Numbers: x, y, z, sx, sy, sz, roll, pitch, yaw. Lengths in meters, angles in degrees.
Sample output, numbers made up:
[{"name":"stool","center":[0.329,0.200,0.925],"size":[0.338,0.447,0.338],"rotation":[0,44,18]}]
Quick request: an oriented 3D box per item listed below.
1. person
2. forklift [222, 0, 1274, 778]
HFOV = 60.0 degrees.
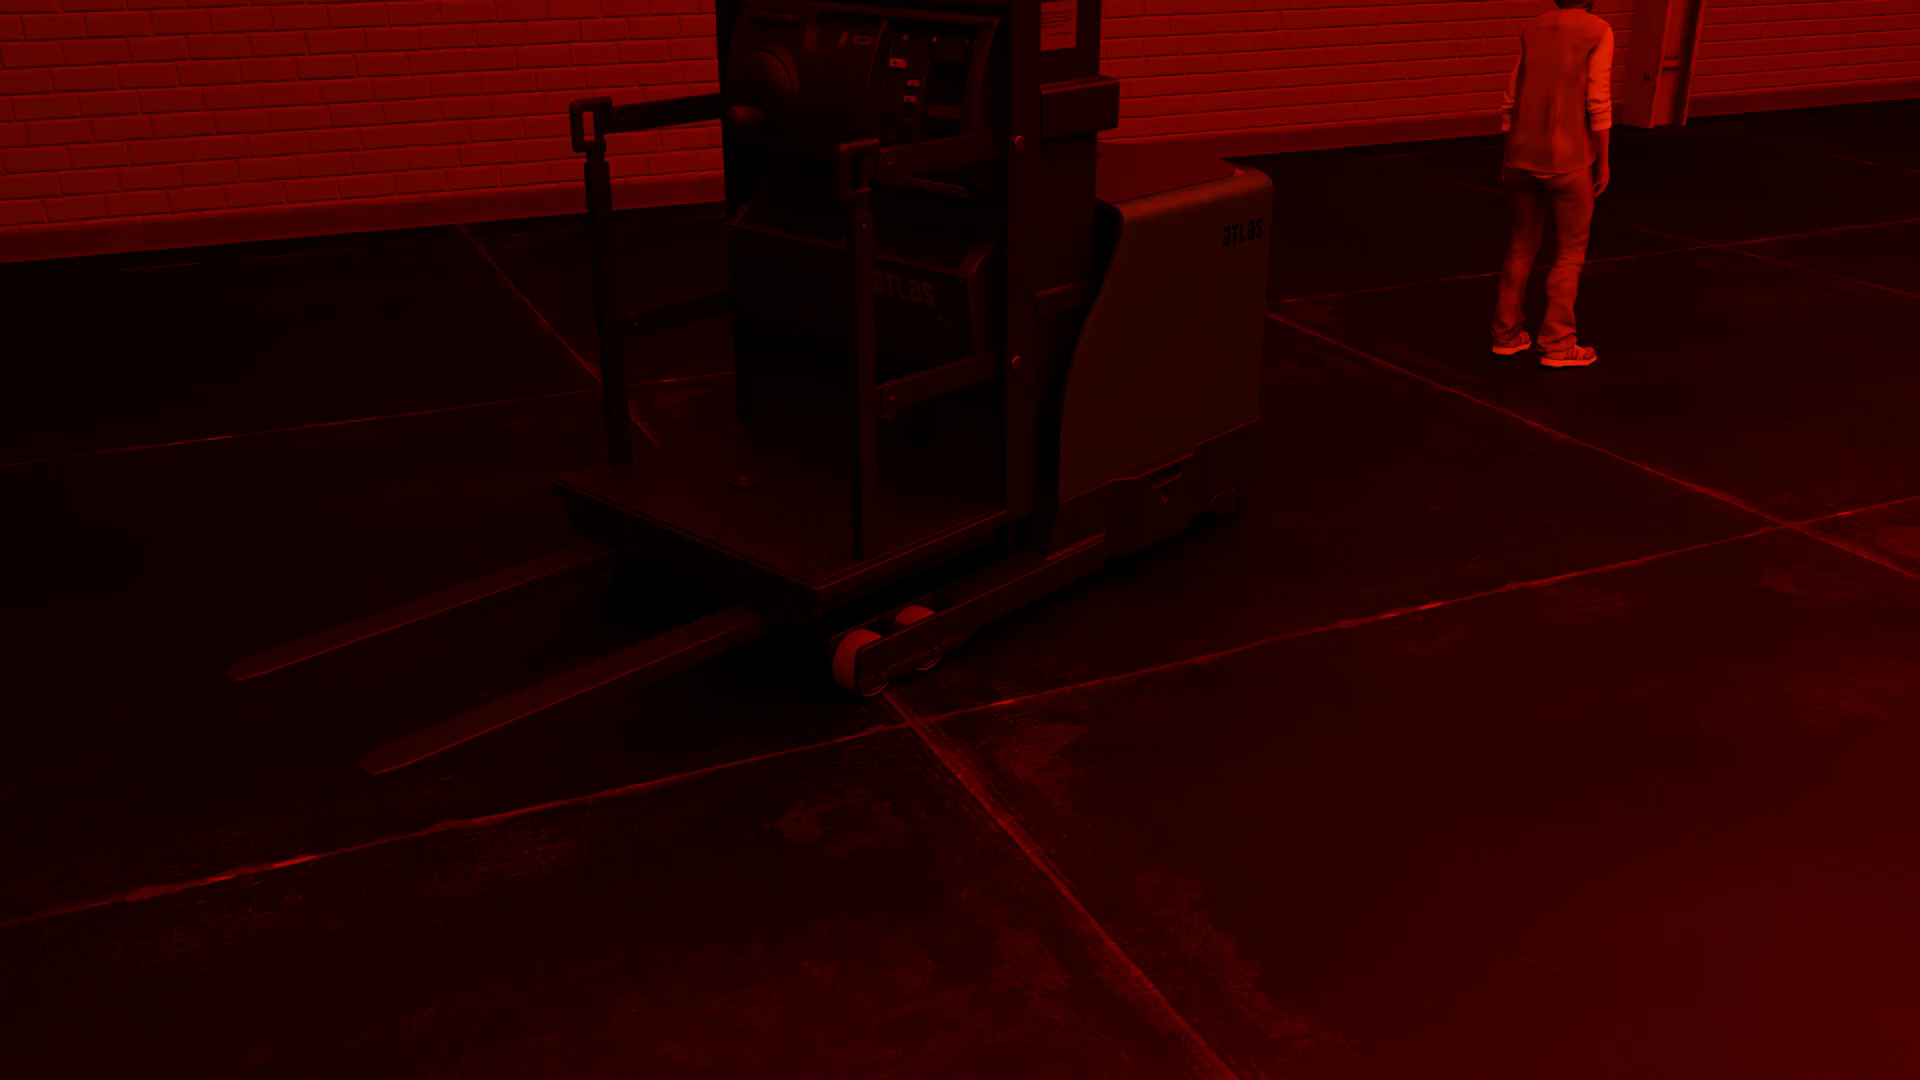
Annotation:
[{"name":"person","center":[2.367,-1.496,6.634],"size":[0.345,1.591,0.479],"rotation":[-19,29,-38]},{"name":"forklift","center":[-0.413,-1.182,4.131],"size":[1.130,2.935,3.031],"rotation":[19,29,39]}]
